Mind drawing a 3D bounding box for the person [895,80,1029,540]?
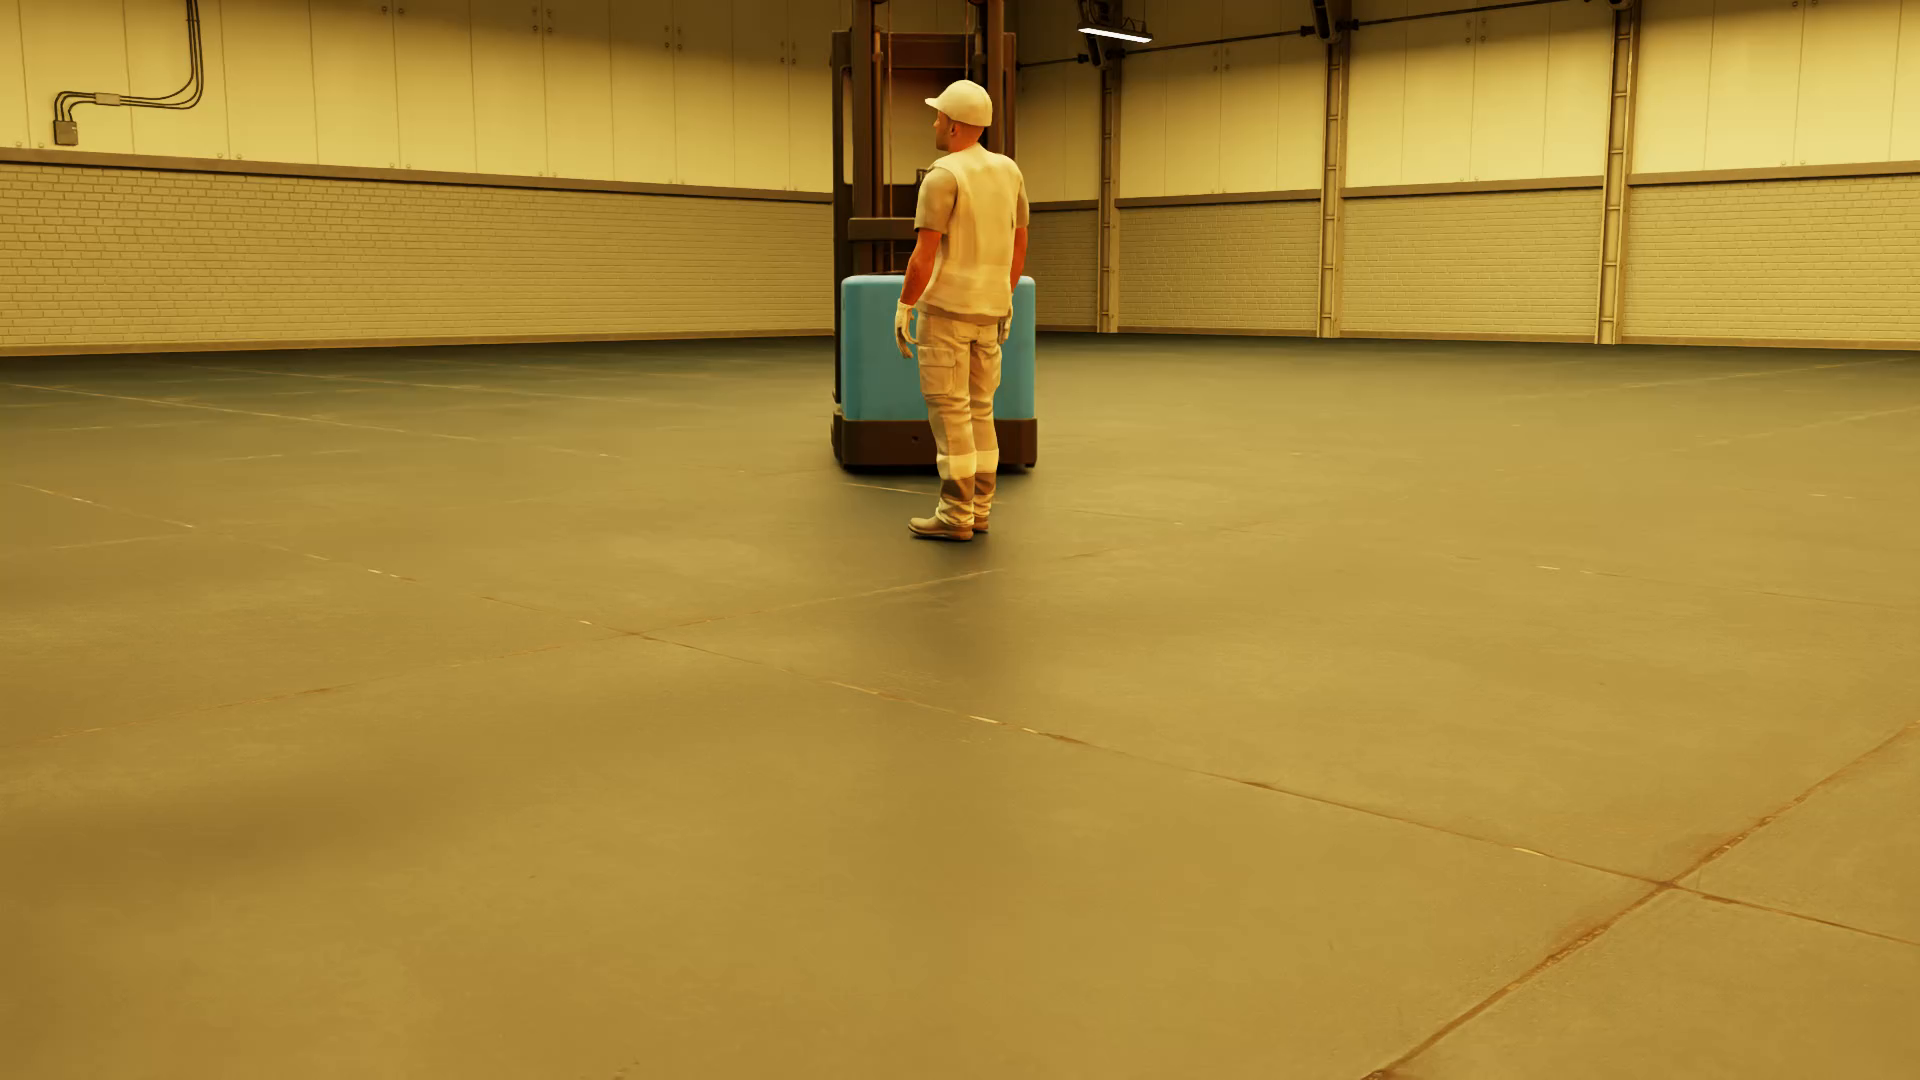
[{"bbox_3d":[-0.051,-0.901,6.646,0.562,1.789,0.638,8,12,43],"label":"person"}]

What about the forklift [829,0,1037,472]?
[{"bbox_3d":[-0.240,-2.006,10.200,1.130,2.935,3.031,-1,9,-5],"label":"forklift"}]
